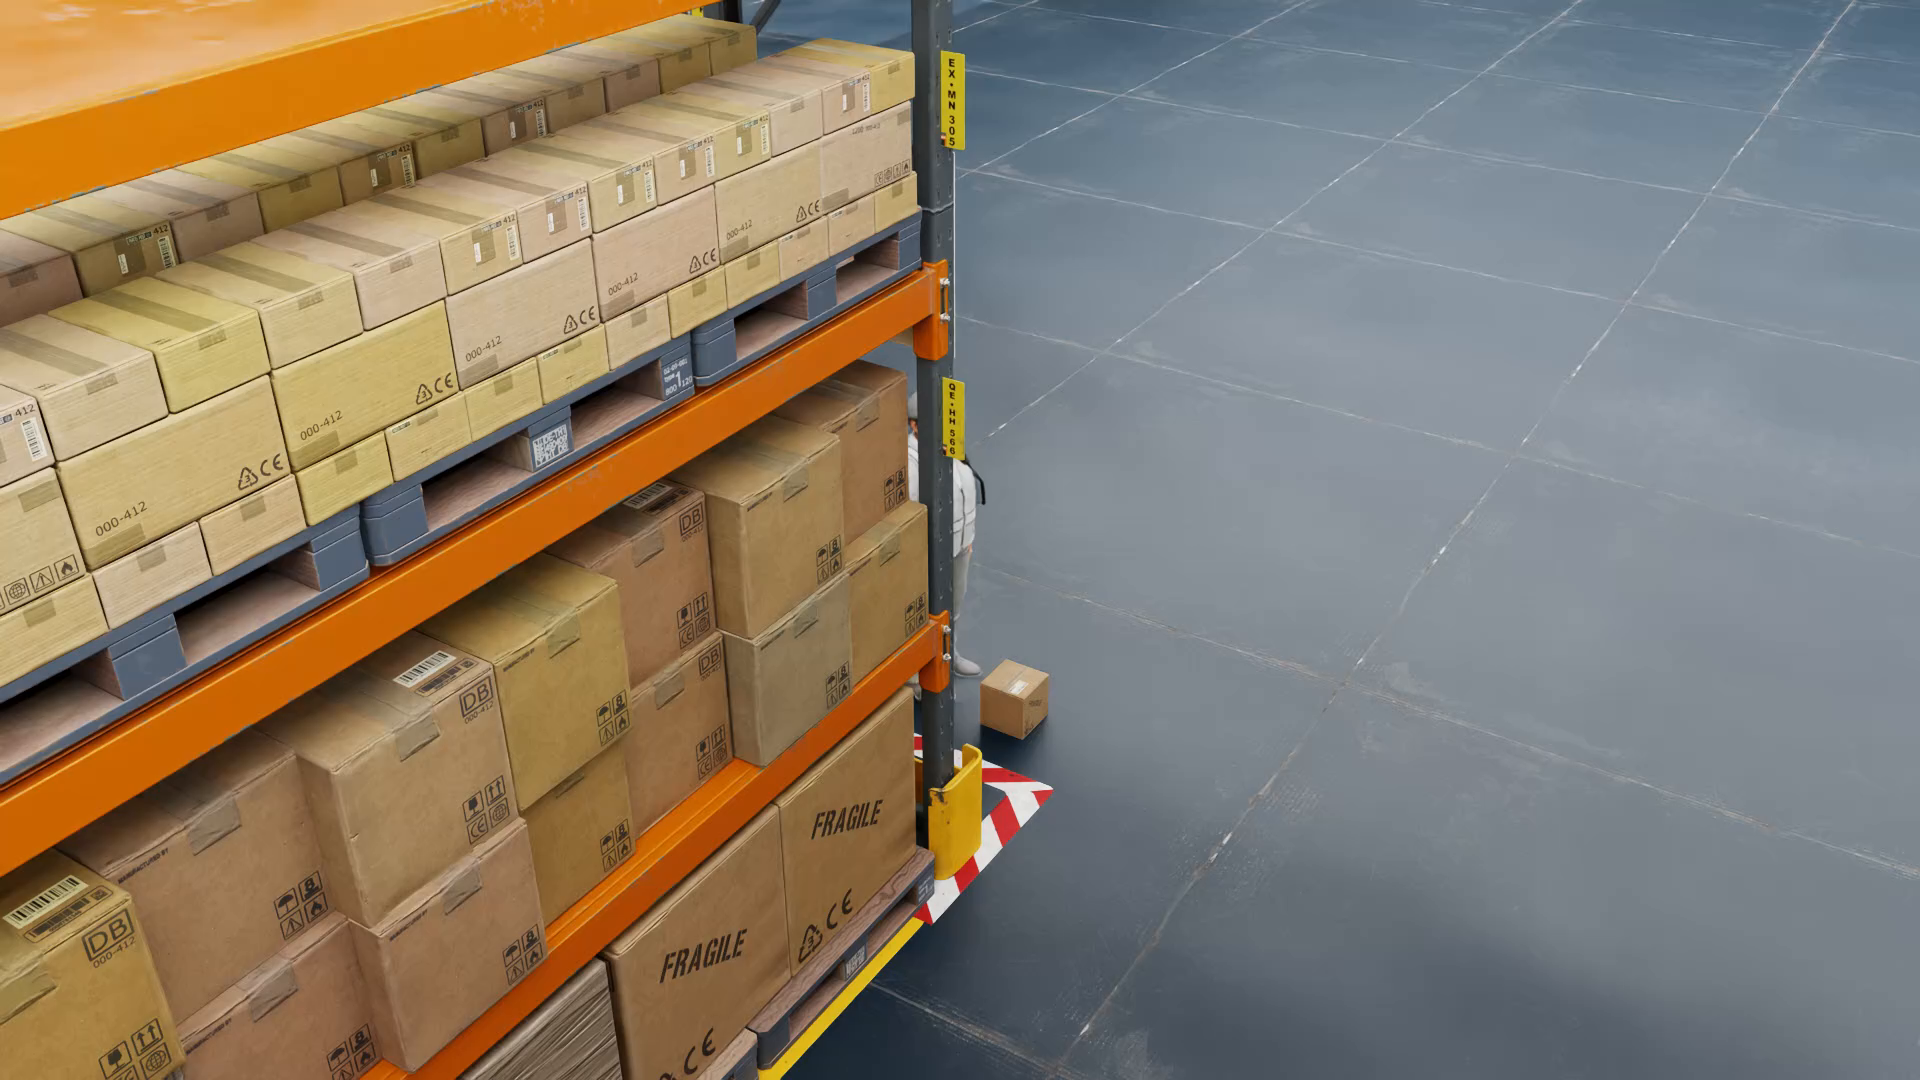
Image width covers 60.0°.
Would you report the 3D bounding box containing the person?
[{"bbox_3d":[-0.120,0.037,8.114,0.383,1.686,0.505,19,36,29],"label":"person"}]
